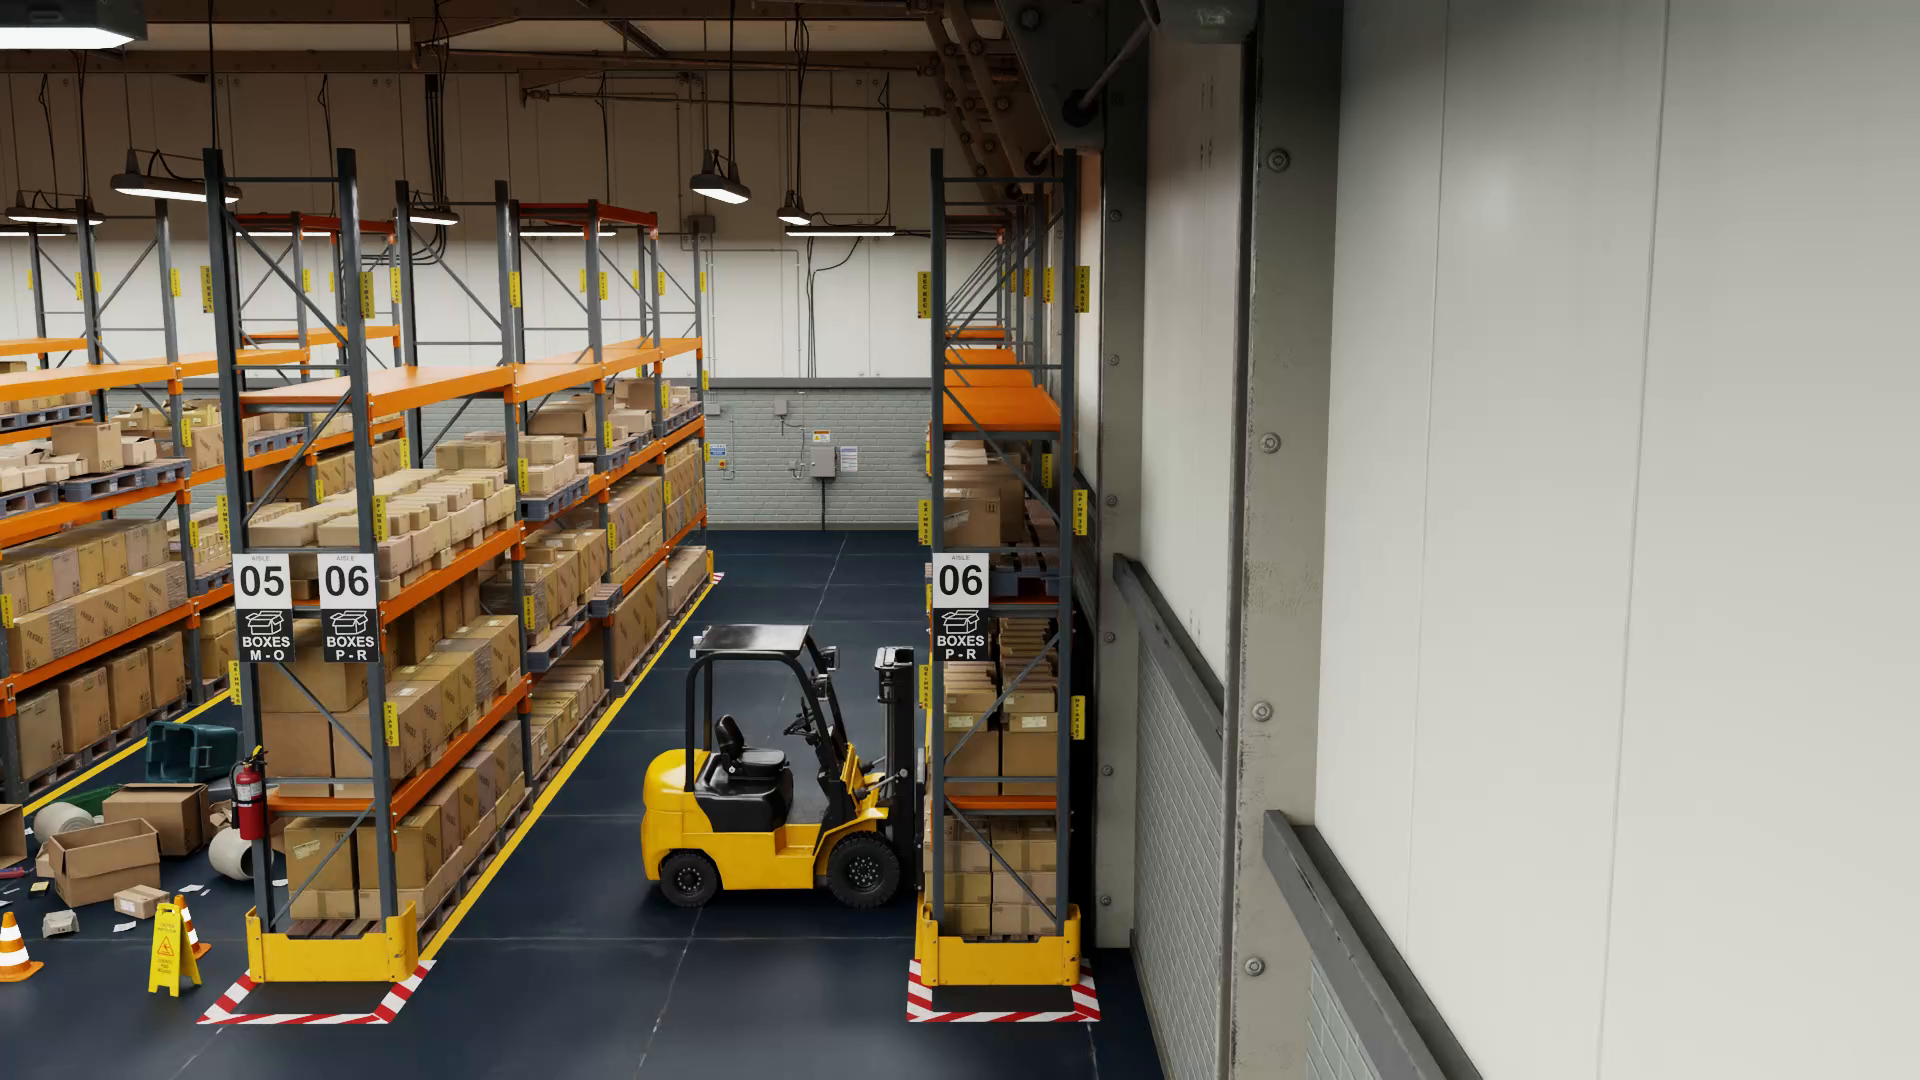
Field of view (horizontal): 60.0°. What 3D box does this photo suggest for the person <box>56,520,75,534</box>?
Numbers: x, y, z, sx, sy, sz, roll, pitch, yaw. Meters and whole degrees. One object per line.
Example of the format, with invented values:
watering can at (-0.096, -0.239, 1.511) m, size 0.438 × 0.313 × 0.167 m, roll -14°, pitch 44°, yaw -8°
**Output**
person at (-12.826, 0.479, 24.196) m, size 0.657 × 1.693 × 0.951 m, roll 0°, pitch 9°, yaw 2°
